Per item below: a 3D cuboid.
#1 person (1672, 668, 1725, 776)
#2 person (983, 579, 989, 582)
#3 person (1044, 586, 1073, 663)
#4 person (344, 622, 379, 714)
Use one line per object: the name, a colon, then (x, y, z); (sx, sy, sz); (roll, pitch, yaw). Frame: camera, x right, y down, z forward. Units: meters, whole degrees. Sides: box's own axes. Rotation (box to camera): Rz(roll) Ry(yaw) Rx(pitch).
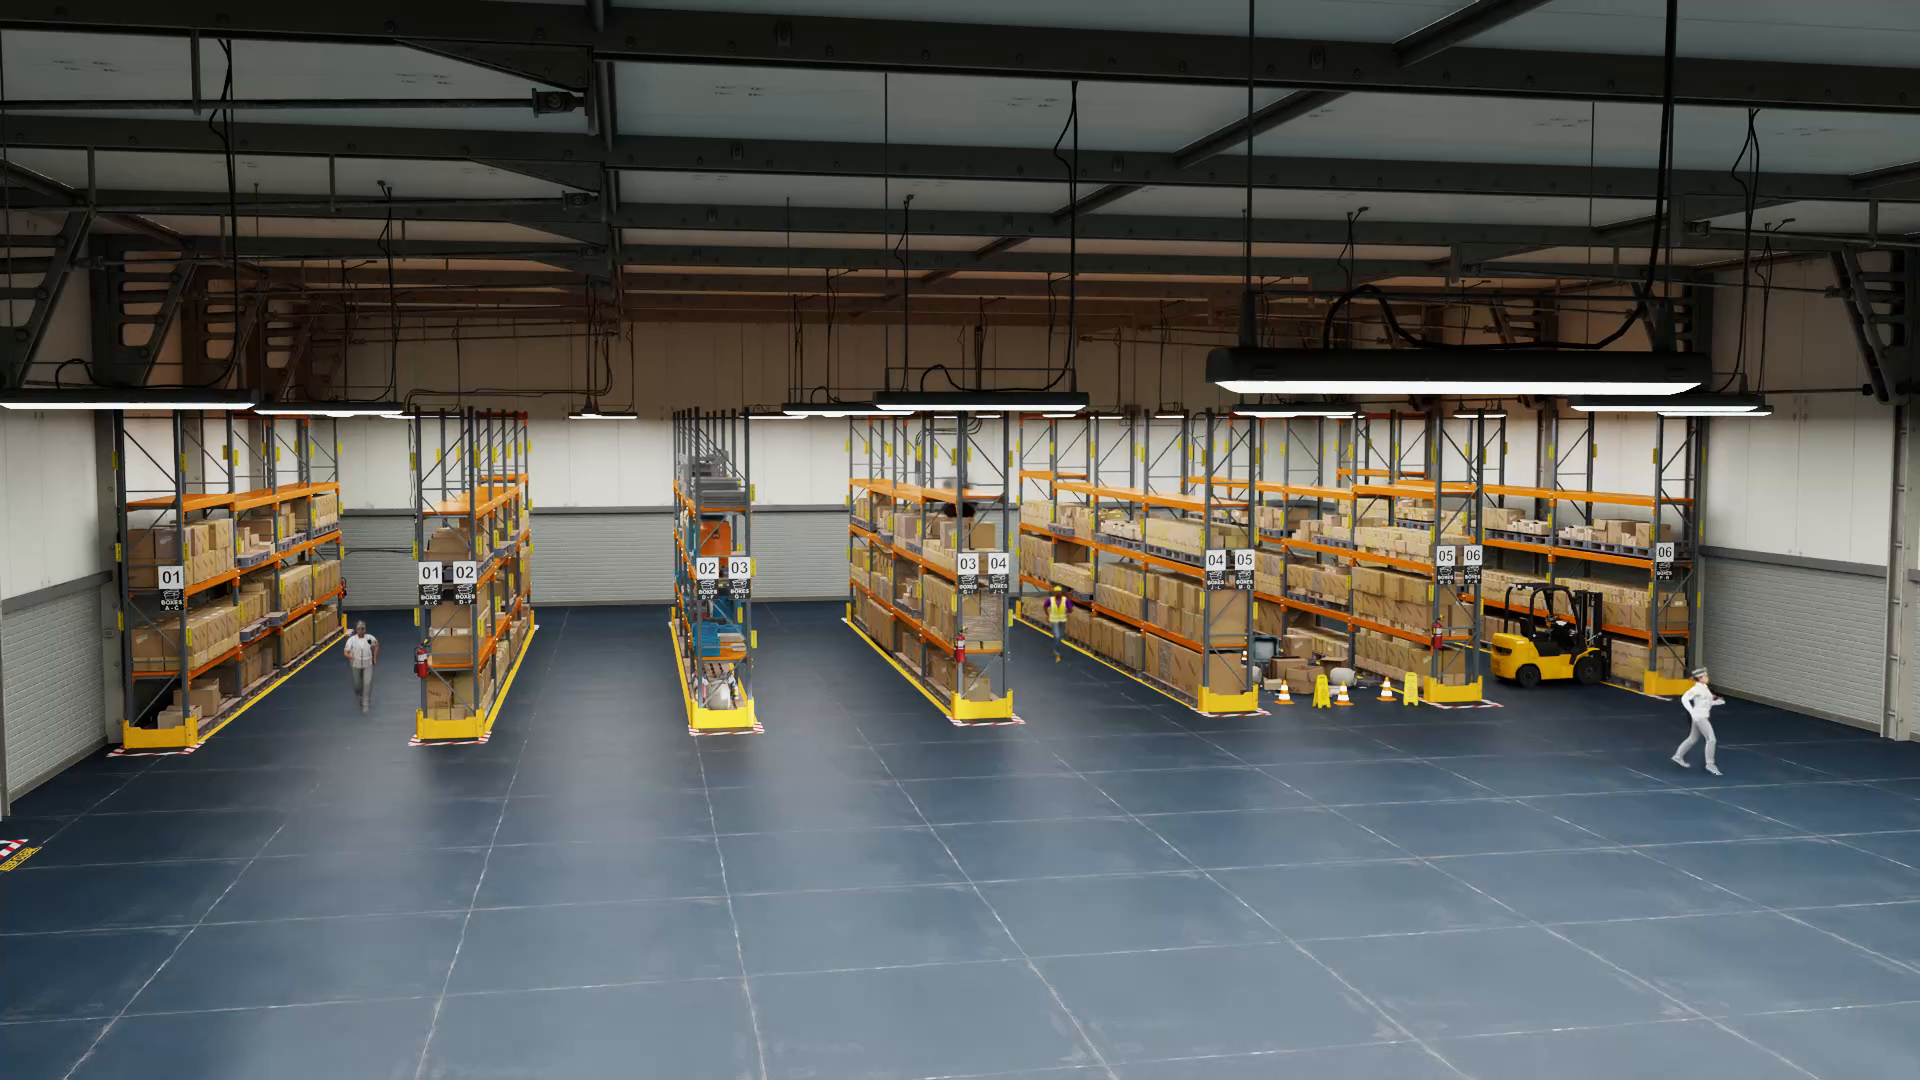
person: (12.044, 2.942, 27.118); (0.785, 1.747, 0.589); (2, 5, 30)
person: (0.786, 1.415, 48.939); (0.723, 1.727, 0.681); (-4, 6, -44)
person: (2.383, 2.000, 39.974); (0.671, 1.811, 0.866); (-1, 4, -10)
person: (-11.868, 2.499, 33.007); (0.664, 1.790, 0.944); (-2, 4, -21)
